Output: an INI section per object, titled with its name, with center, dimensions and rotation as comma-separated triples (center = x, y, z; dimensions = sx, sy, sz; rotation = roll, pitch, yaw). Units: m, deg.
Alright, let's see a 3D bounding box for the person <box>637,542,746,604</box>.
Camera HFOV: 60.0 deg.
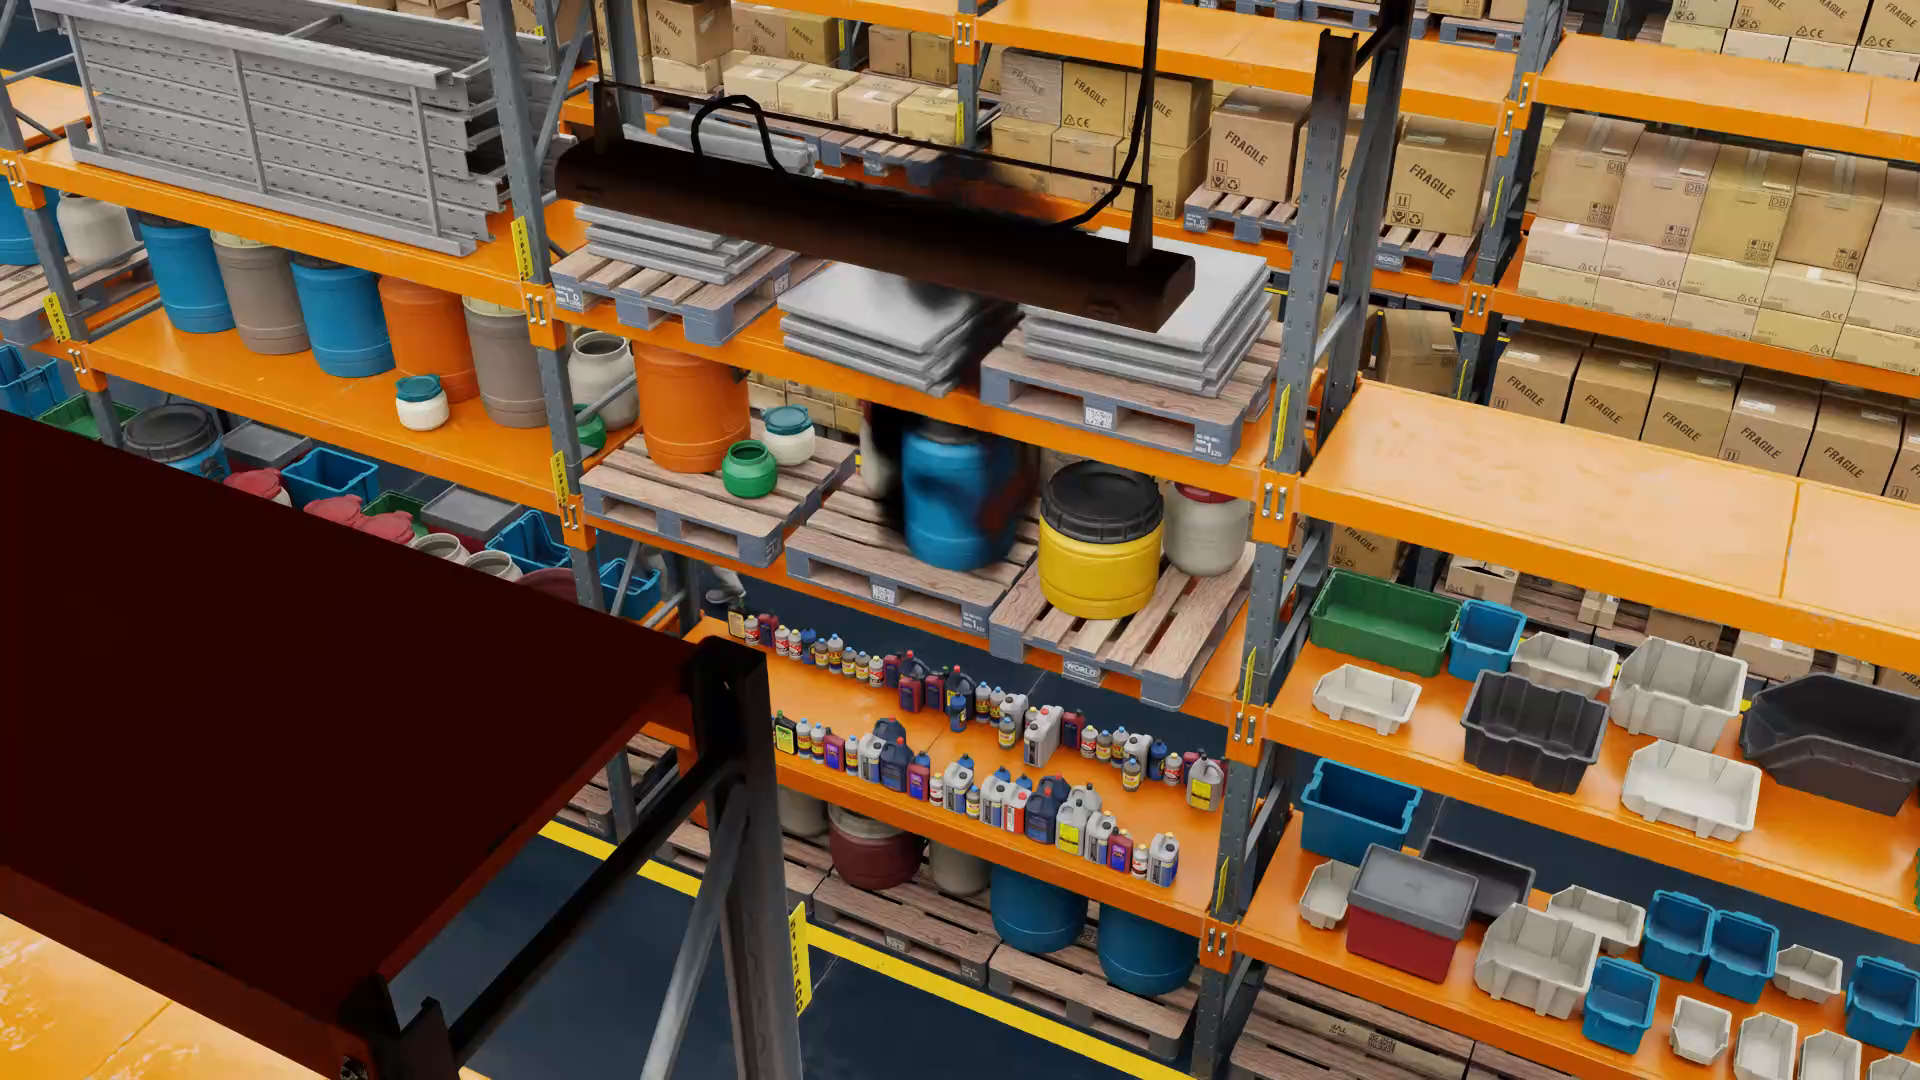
[person]
center = -2.183, -0.192, 12.675
dimensions = 0.996, 1.740, 0.675
rotation = 9, 36, 12
